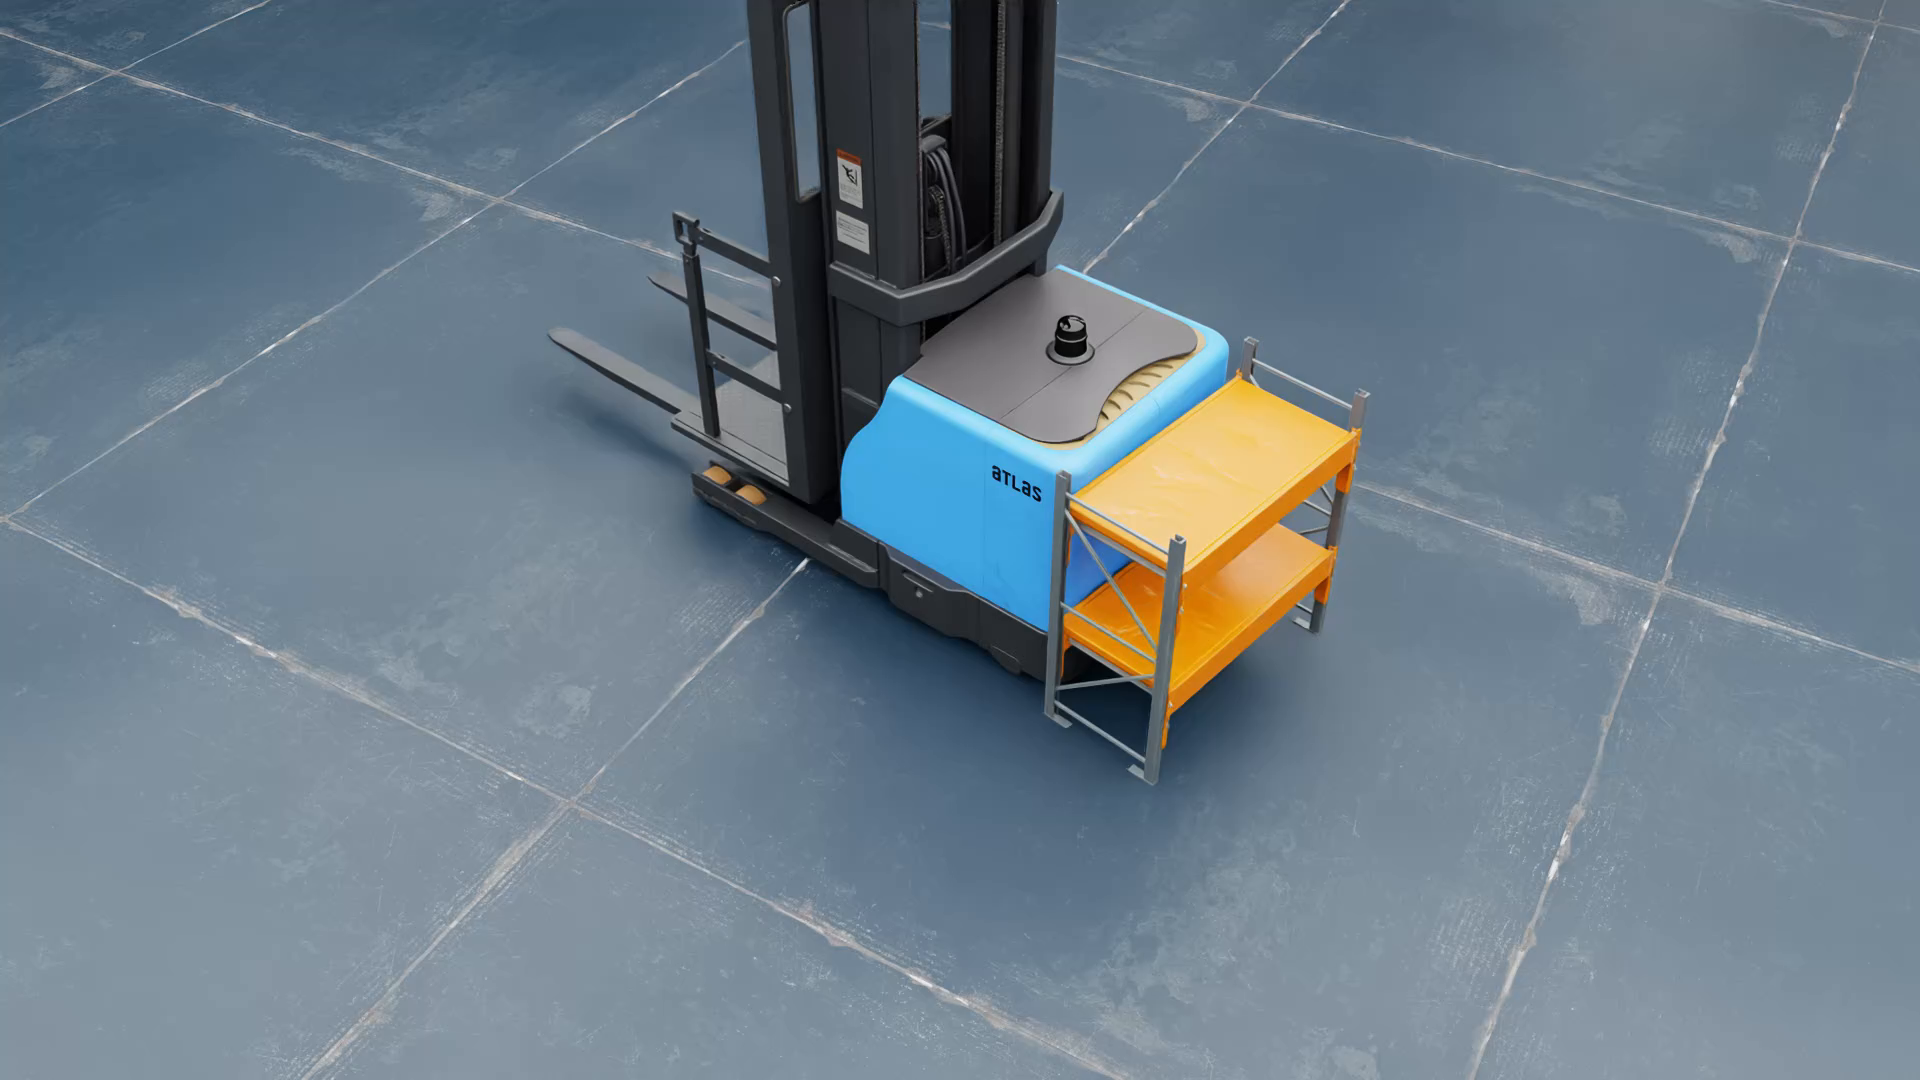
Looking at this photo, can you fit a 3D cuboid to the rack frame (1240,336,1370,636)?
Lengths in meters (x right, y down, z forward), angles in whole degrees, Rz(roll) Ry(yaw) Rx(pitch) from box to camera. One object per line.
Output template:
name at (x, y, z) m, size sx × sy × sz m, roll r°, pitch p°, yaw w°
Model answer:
rack frame at (1.191, -0.177, 6.099) m, size 0.500 × 1.125 × 0.032 m, roll 32°, pitch 50°, yaw 31°

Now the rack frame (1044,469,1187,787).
rack frame at (0.497, 0.315, 5.542) m, size 0.500 × 1.125 × 0.032 m, roll 32°, pitch 50°, yaw 31°

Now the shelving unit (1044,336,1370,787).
shelving unit at (0.844, 0.069, 5.821) m, size 0.538 × 1.125 × 1.048 m, roll 32°, pitch 50°, yaw 31°

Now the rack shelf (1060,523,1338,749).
rack shelf at (0.844, 0.252, 5.982) m, size 0.538 × 0.278 × 1.000 m, roll 32°, pitch 50°, yaw 31°

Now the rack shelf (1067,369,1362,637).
rack shelf at (0.844, -0.151, 5.627) m, size 0.538 × 0.278 × 1.000 m, roll 32°, pitch 50°, yaw 31°

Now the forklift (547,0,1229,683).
forklift at (-0.476, -1.399, 6.121) m, size 3.031 × 2.935 × 1.130 m, roll 29°, pitch 49°, yaw 28°
